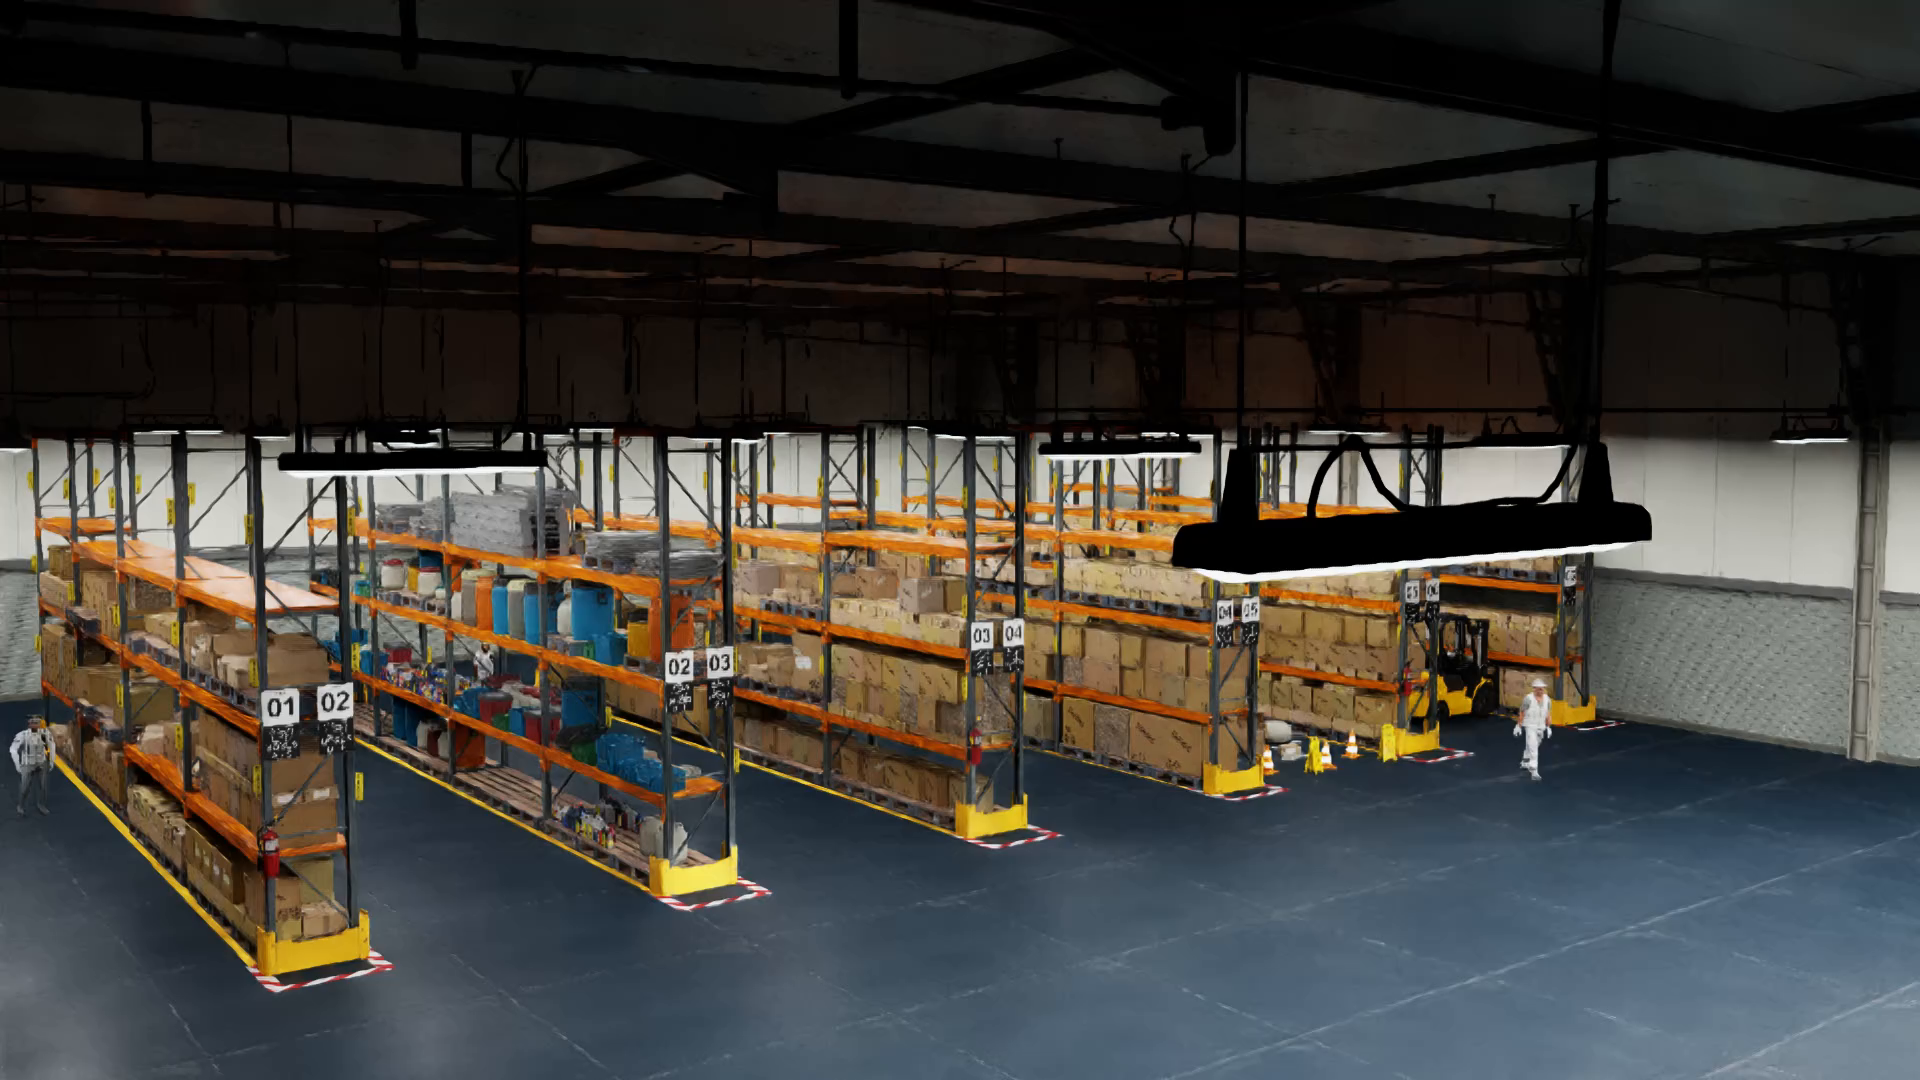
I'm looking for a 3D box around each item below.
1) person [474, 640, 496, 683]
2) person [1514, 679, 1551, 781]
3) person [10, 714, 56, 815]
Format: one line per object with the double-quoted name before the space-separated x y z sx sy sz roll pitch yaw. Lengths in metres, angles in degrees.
"person" -9.844 2.818 34.447 0.456 1.589 1.088 -3 5 -35
"person" 9.884 3.229 28.602 0.596 1.739 0.987 -1 5 -15
"person" -14.448 3.489 25.945 0.639 1.628 0.512 -4 6 -38
